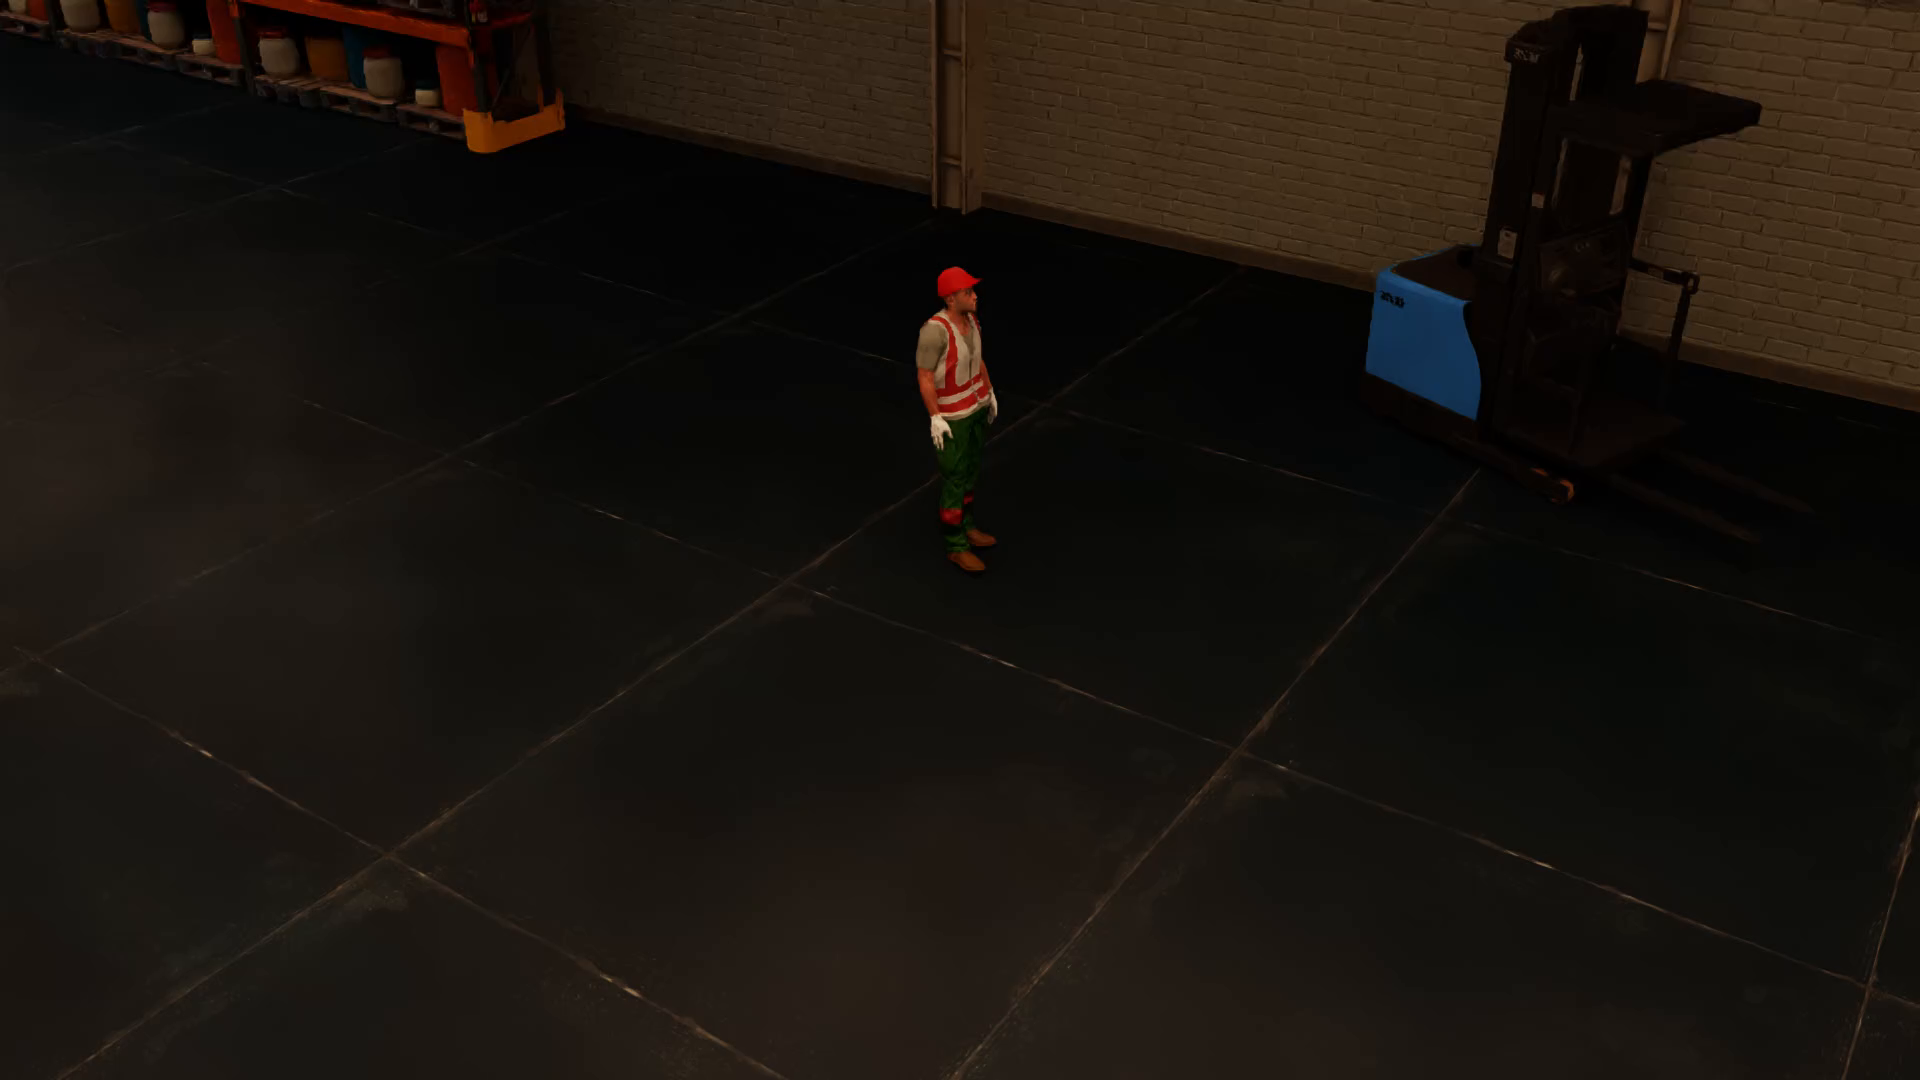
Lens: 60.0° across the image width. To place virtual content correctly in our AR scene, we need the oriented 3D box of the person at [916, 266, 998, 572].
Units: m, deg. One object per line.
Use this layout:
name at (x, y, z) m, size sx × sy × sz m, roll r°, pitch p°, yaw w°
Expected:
person at (0.060, -0.752, 10.000) m, size 0.563 × 1.787 × 0.637 m, roll 19°, pitch 35°, yaw 29°

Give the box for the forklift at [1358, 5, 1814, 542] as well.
forklift at (4.175, -1.778, 10.643) m, size 1.130 × 2.935 × 3.031 m, roll -20°, pitch 36°, yaw -31°
